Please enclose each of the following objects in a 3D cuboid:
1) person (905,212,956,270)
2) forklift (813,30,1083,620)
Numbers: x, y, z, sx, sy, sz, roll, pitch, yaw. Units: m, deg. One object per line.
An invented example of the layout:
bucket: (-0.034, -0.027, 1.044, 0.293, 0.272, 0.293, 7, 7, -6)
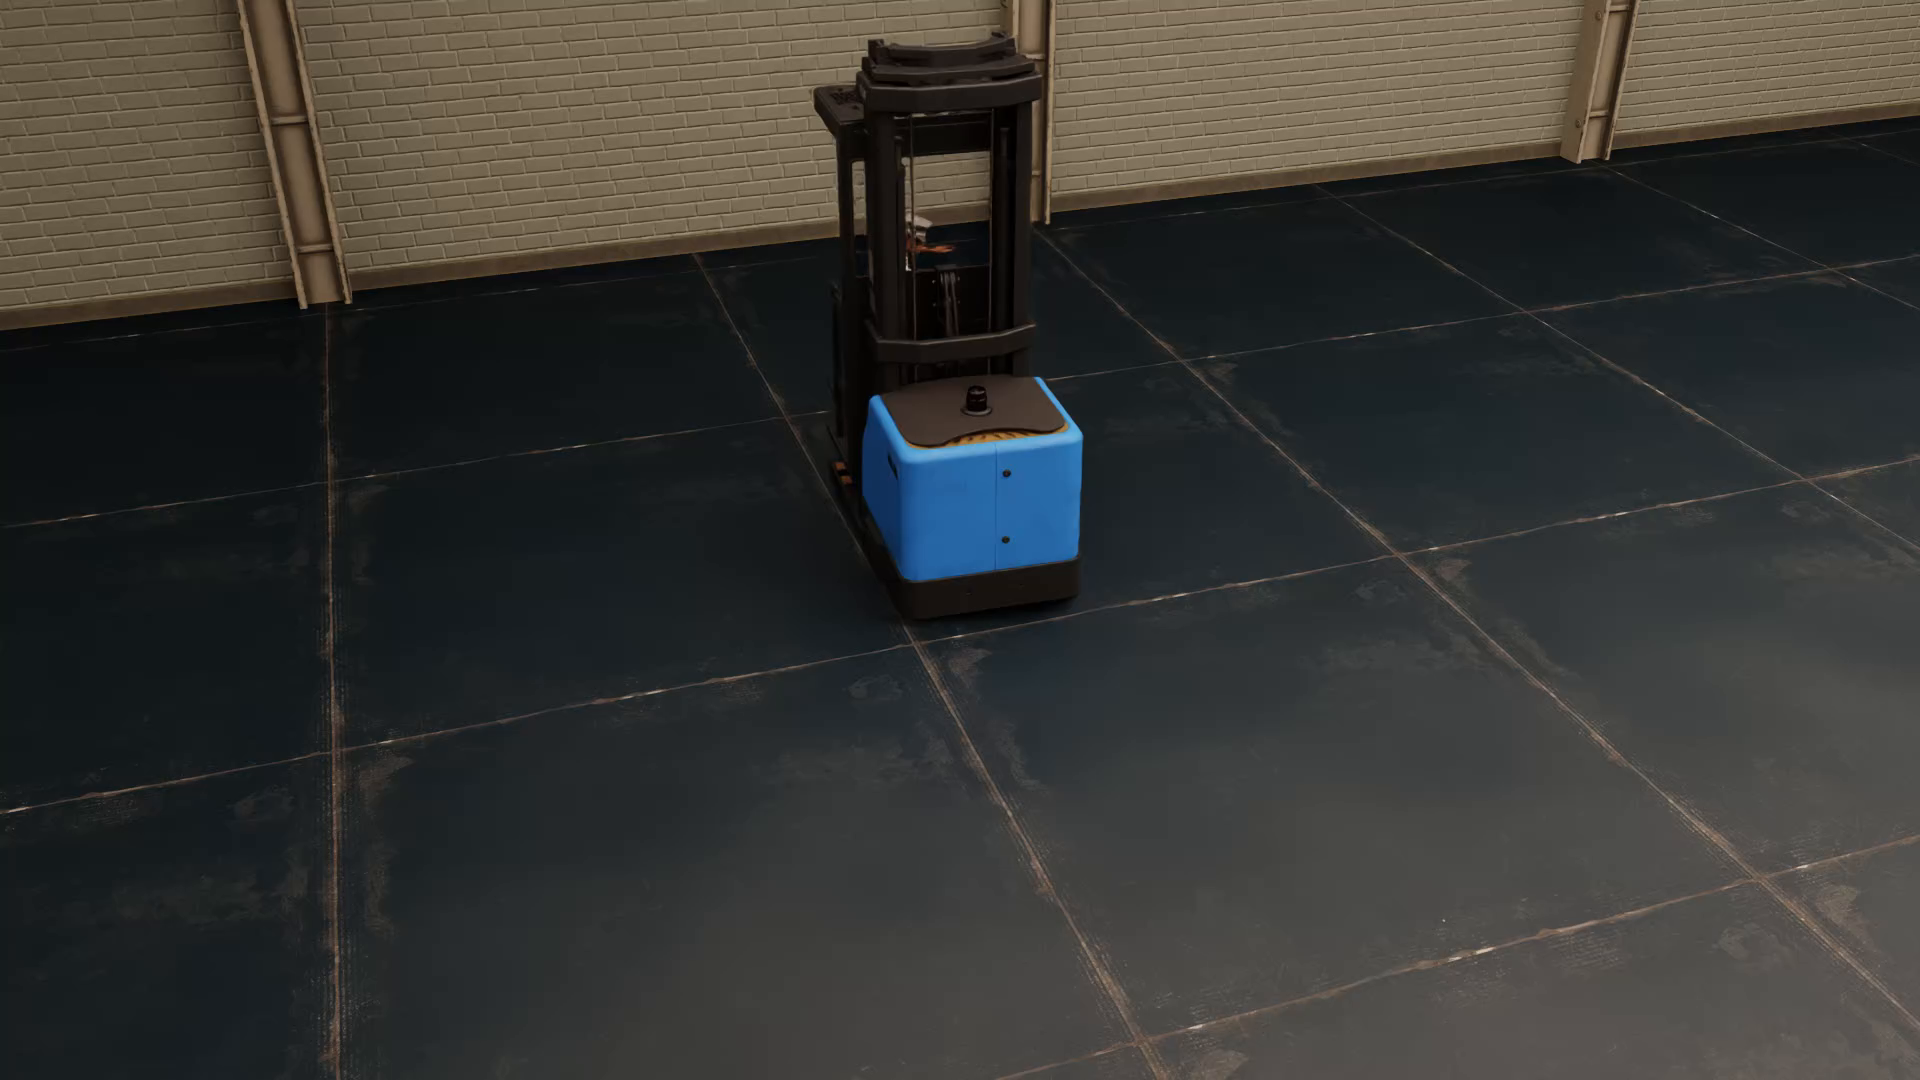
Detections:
person: (-0.288, -1.521, 11.115, 0.675, 1.416, 1.100, -4, 30, -7)
forklift: (-0.208, -1.556, 9.792, 1.130, 2.935, 3.031, -8, 31, -13)
